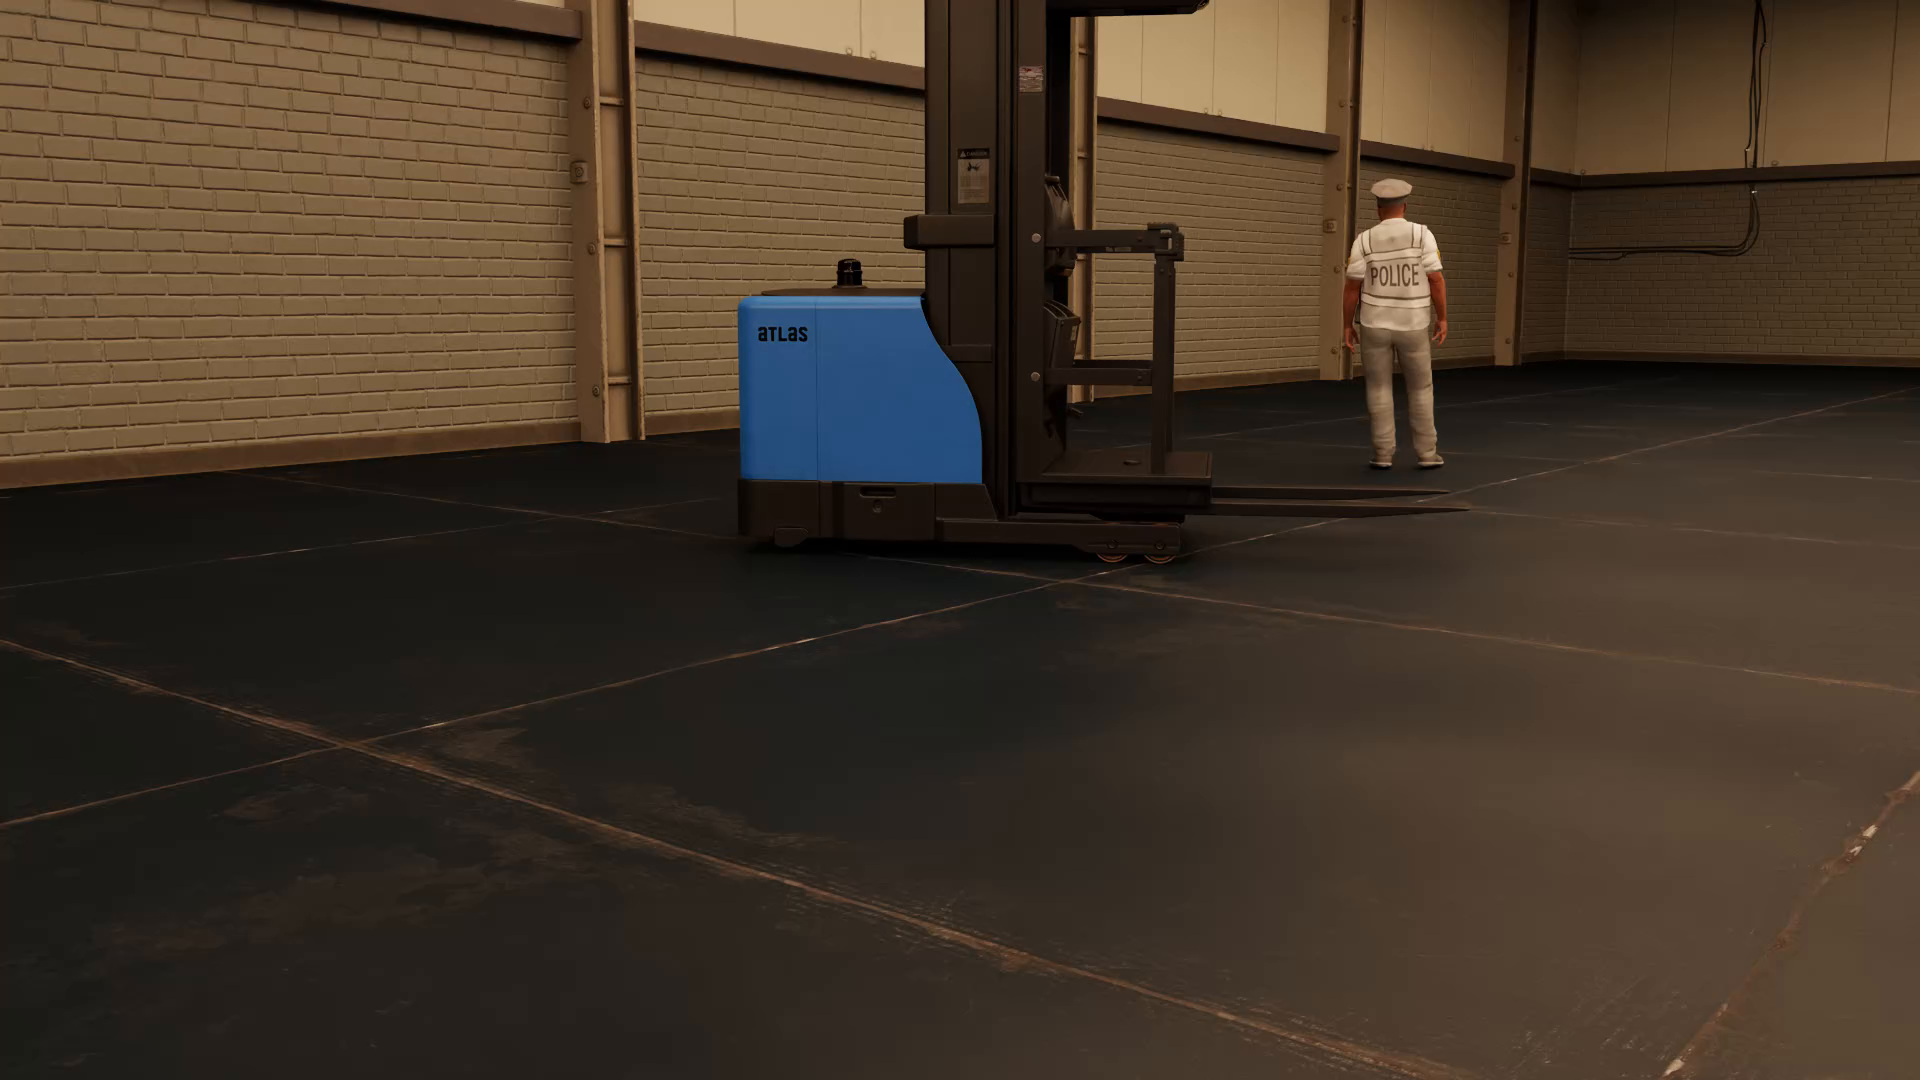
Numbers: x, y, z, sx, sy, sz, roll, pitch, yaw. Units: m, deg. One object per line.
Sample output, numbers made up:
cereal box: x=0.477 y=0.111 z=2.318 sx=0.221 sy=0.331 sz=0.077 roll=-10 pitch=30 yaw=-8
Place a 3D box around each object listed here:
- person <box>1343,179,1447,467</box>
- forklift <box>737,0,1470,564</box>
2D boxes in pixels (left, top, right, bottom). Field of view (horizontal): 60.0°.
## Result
person: x=2.720 y=-1.343 z=10.378 sx=0.640 sy=1.781 sz=0.576 roll=3 pitch=9 yaw=17
forklift: x=0.617 y=-1.436 z=7.097 sx=3.031 sy=2.935 sz=1.130 roll=1 pitch=8 yaw=9
